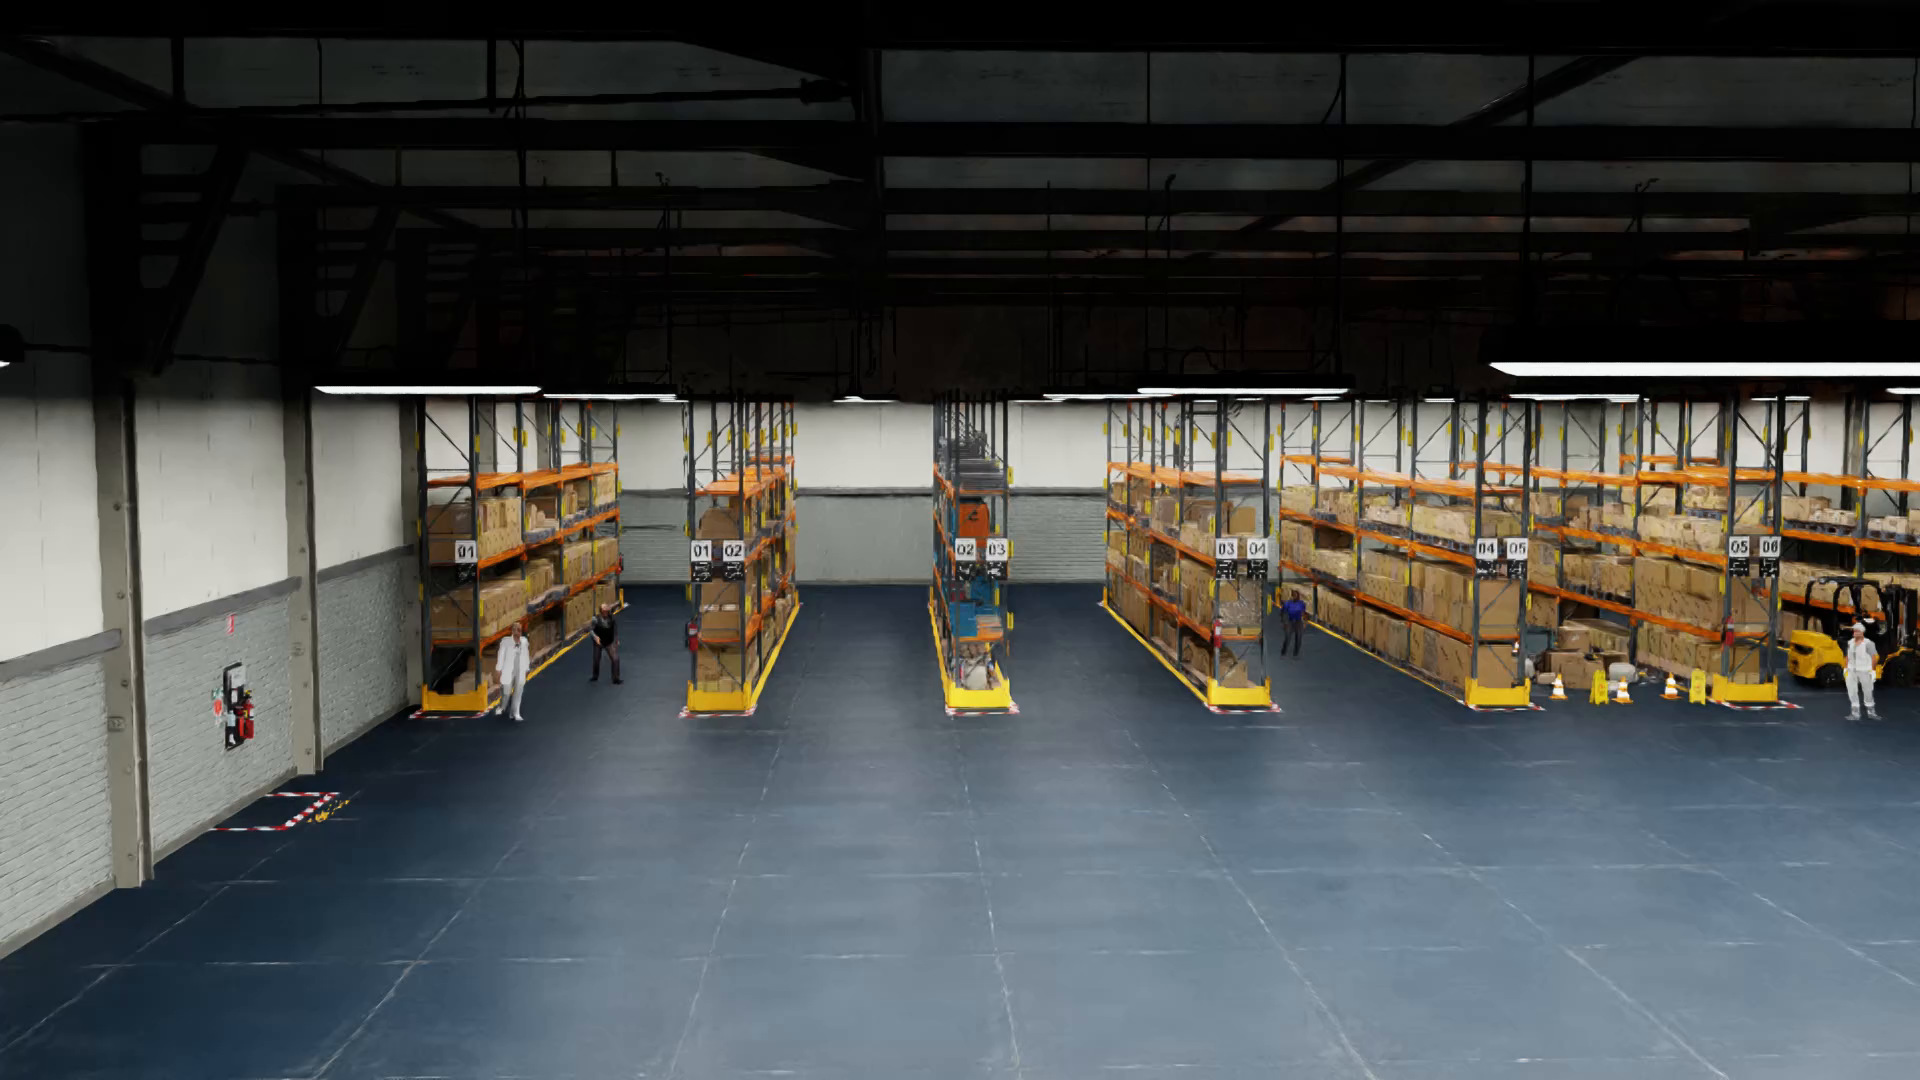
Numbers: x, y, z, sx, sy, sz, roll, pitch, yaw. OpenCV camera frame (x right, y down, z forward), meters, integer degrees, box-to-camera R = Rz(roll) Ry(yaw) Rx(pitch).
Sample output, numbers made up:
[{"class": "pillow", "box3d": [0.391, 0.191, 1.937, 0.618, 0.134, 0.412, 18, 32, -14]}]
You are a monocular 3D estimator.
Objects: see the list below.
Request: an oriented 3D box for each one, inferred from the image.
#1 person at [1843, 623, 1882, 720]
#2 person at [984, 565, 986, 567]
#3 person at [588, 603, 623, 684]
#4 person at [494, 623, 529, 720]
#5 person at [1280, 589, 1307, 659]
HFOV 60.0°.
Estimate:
[{"class": "person", "box3d": [16.359, 2.383, 30.173, 0.553, 1.781, 0.646, -3, 5, -32]}, {"class": "person", "box3d": [0.740, 1.201, 44.529, 0.515, 1.766, 0.570, 4, 6, 43]}, {"class": "person", "box3d": [-7.301, 2.107, 34.126, 0.674, 1.664, 0.841, -2, 5, -19]}, {"class": "person", "box3d": [-8.146, 2.378, 30.214, 0.627, 1.772, 0.594, -4, 6, -37]}, {"class": "person", "box3d": [7.485, 1.894, 37.328, 0.593, 1.589, 0.515, 0, 5, -4]}]
